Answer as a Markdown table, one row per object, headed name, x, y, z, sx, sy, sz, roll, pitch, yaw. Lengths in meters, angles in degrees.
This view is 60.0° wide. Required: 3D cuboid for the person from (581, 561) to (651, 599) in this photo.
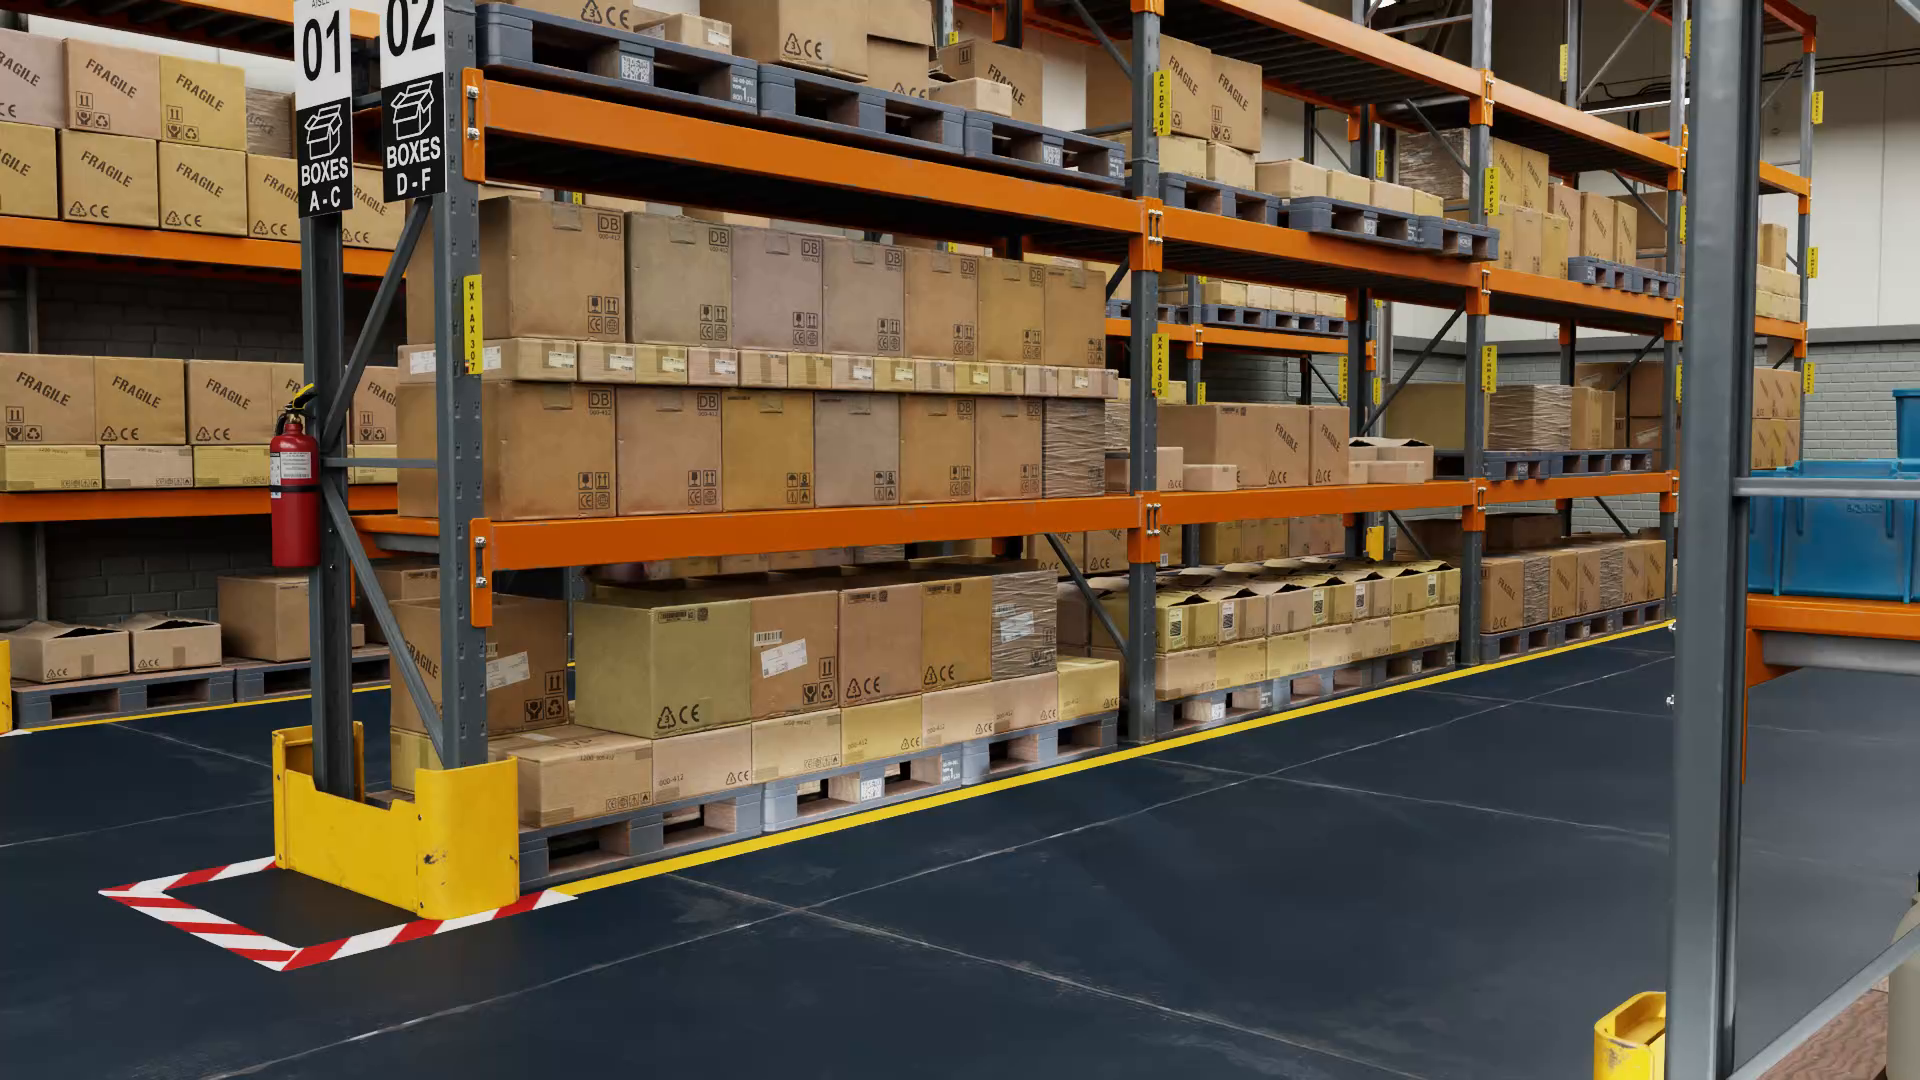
| name | x | y | z | sx | sy | sz | roll | pitch | yaw |
| --- | --- | --- | --- | --- | --- | --- | --- | --- | --- |
| person | -2.131 | 0.043 | 10.724 | 0.576 | 1.760 | 0.722 | 3 | 5 | 44 |
